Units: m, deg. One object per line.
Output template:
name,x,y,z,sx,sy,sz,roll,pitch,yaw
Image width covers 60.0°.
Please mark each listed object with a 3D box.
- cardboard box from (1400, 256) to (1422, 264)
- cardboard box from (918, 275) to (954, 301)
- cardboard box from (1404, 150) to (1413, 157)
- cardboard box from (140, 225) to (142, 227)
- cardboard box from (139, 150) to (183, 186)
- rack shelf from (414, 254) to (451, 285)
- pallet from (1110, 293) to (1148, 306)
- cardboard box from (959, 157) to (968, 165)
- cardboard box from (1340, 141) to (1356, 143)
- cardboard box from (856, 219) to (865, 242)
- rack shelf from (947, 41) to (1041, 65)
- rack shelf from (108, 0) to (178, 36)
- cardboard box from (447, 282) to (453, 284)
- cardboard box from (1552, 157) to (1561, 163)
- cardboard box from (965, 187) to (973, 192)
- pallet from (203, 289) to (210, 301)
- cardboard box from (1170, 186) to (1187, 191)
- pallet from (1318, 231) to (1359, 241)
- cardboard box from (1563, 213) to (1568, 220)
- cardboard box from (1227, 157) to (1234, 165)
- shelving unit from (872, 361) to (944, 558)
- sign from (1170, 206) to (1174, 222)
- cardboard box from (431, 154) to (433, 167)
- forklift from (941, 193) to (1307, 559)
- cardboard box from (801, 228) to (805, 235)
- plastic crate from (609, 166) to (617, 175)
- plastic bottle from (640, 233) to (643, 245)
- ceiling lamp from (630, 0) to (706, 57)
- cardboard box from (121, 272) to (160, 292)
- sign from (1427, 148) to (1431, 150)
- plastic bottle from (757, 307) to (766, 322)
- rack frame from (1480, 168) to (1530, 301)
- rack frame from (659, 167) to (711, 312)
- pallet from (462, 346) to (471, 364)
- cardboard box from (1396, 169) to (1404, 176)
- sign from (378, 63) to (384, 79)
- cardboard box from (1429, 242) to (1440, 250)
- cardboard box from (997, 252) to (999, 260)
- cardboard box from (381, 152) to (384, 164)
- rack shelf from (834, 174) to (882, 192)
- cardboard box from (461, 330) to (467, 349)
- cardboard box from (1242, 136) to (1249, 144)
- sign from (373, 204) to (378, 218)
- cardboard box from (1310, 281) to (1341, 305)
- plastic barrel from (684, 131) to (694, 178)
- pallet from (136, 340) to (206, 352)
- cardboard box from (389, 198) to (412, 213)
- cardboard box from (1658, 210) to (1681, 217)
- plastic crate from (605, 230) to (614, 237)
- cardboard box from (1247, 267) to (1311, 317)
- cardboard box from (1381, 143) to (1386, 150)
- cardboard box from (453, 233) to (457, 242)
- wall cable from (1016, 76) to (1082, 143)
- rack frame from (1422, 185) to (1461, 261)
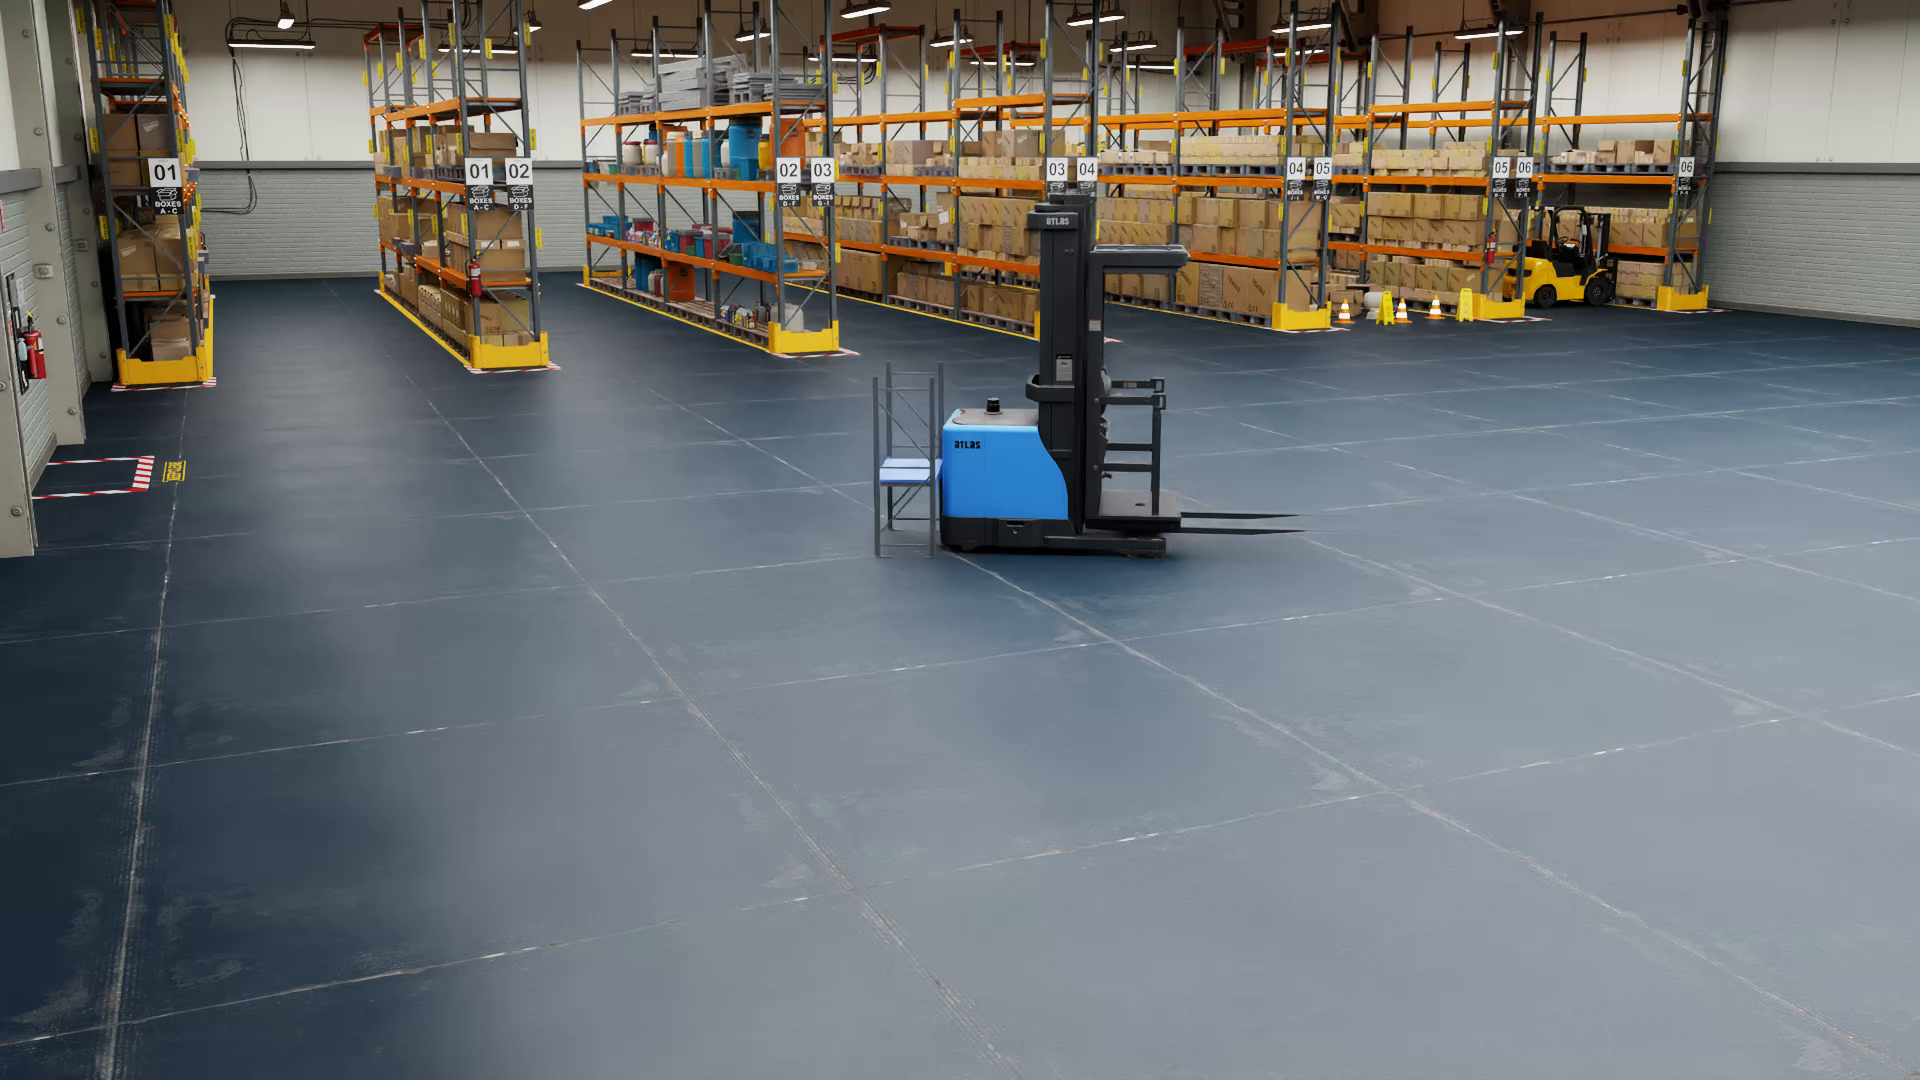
cardboard box,9.741,-6.044,35.898,0.380,0.149,0.250,-5,14,-20
cardboard box,-0.489,-5.398,35.609,0.700,0.500,0.500,-4,14,-18
cardboard box,9.721,-8.260,35.542,0.380,0.149,0.250,-6,14,-25
cardboard box,-15.290,-5.703,31.433,0.500,0.500,0.500,-6,14,-23
cardboard box,-11.559,-5.385,24.064,0.500,0.500,0.500,-5,14,-21
rack shelf,-9.520,-5.110,31.393,1.077,0.370,4.000,-6,14,-23
pallet,4.074,-5.415,37.300,1.003,0.211,1.213,-6,14,-23
cardboard box,0.207,-7.429,32.613,0.380,0.149,0.250,-6,14,-25
cardboard box,10.582,-10.784,45.485,0.396,0.266,0.258,-6,14,-24
cardboard box,-2.073,-7.107,38.203,0.500,0.500,0.500,-6,14,-25
rack shelf,0.938,-12.626,43.192,1.077,0.370,4.000,-6,14,-23
rack shelf,-15.660,-10.031,31.976,1.077,0.370,4.000,-6,14,-23
cardboard box,-10.242,-4.990,33.848,0.500,0.500,0.500,-5,14,-21
cardboard box,13.887,-8.758,38.310,0.380,0.149,0.250,-5,14,-22
cardboard box,0.470,-9.199,44.364,0.500,0.500,0.500,-6,14,-24
pallet,-17.671,-5.562,37.934,1.003,0.211,1.213,-6,14,-23
cardboard box,5.820,-9.376,44.352,0.380,0.149,0.250,-6,14,-24
pallet,8.668,-7.164,39.098,1.003,0.211,1.213,-6,14,-23
cardboard box,14.108,-7.456,38.274,0.380,0.149,0.250,-6,14,-23
cardboard box,5.492,-7.488,32.822,0.380,0.149,0.250,-5,14,-22
shelving unit,-0.421,-0.700,14.068,0.538,1.500,1.048,1,13,3
sign,4.451,-6.843,34.893,0.100,0.325,0.005,-6,14,-23
cardboard box,-9.862,-7.272,31.885,0.500,0.250,0.500,-5,14,-21
forklift,1.392,-1.401,13.922,3.031,2.935,1.130,1,13,6
cardboard box,-3.783,-7.771,41.851,0.380,0.149,0.250,-6,14,-24
plastic crate,-7.830,-8.565,38.544,0.450,0.188,0.662,-6,14,-23
plastic bottle,-7.023,-6.669,36.816,0.097,0.271,0.097,0,13,0
ceiling lamp,-7.754,-14.522,44.213,2.000,3.185,0.800,-6,14,-23
cardboard box,-12.019,-3.789,24.376,0.500,0.250,0.500,-5,14,-22
sign,11.886,-9.777,42.162,0.100,0.325,0.005,-6,14,-23
plastic bottle,-3.706,-4.216,31.000,0.152,0.276,0.135,-6,14,-23
rack frame,11.042,-6.010,33.686,1.000,3.000,0.127,-6,14,-23
rack frame,-5.781,-6.321,35.027,1.000,3.000,0.127,-6,14,-23
pallet,-7.462,-3.017,26.937,1.003,0.211,1.213,-6,14,-23
cardboard box,9.658,-7.934,35.901,0.380,0.149,0.250,-5,14,-21
sign,-12.428,-10.072,35.682,0.100,0.325,0.005,-6,14,-23
cardboard box,10.119,-6.204,35.080,0.380,0.149,0.250,-6,14,-24
cardboard box,0.925,-5.391,31.569,0.380,0.149,0.250,-6,14,-23
cardboard box,-12.763,-8.615,37.514,0.500,0.250,0.500,-6,14,-23
rack shelf,-2.044,-8.292,38.489,1.077,0.370,4.000,-6,14,-23
cardboard box,-7.814,-3.273,27.024,0.500,0.250,0.500,-6,14,-23
cardboard box,5.695,-7.772,32.280,0.380,0.149,0.250,-6,14,-23
sign,-14.023,-7.900,39.929,0.100,0.325,0.005,-6,14,-23
cardboard box,7.636,-5.187,35.364,0.797,0.637,0.503,-6,14,-23
plastic barrel,-5.106,-7.556,32.599,0.600,0.901,0.708,-6,14,-23
pallet,-12.955,-3.105,27.319,1.003,0.211,1.213,-6,14,-23
cardboard box,-12.364,-7.317,36.895,0.500,0.500,0.500,-6,14,-23
cardboard box,15.252,-7.024,35.746,0.380,0.149,0.250,-6,14,-23
plastic crate,-8.357,-7.380,40.058,0.293,0.136,0.466,-6,14,-23
cardboard box,6.214,-4.846,32.436,0.875,0.875,0.875,-6,14,-23
cardboard box,9.364,-8.932,37.951,0.500,0.250,0.500,-6,14,-24
cardboard box,-8.379,-5.128,28.216,0.380,0.149,0.250,-6,14,-25
wall cable,2.786,-13.456,52.552,2.355,3.000,0.029,-6,14,-23
rack frame,12.384,-8.112,42.768,1.000,3.000,0.127,-6,14,-23
